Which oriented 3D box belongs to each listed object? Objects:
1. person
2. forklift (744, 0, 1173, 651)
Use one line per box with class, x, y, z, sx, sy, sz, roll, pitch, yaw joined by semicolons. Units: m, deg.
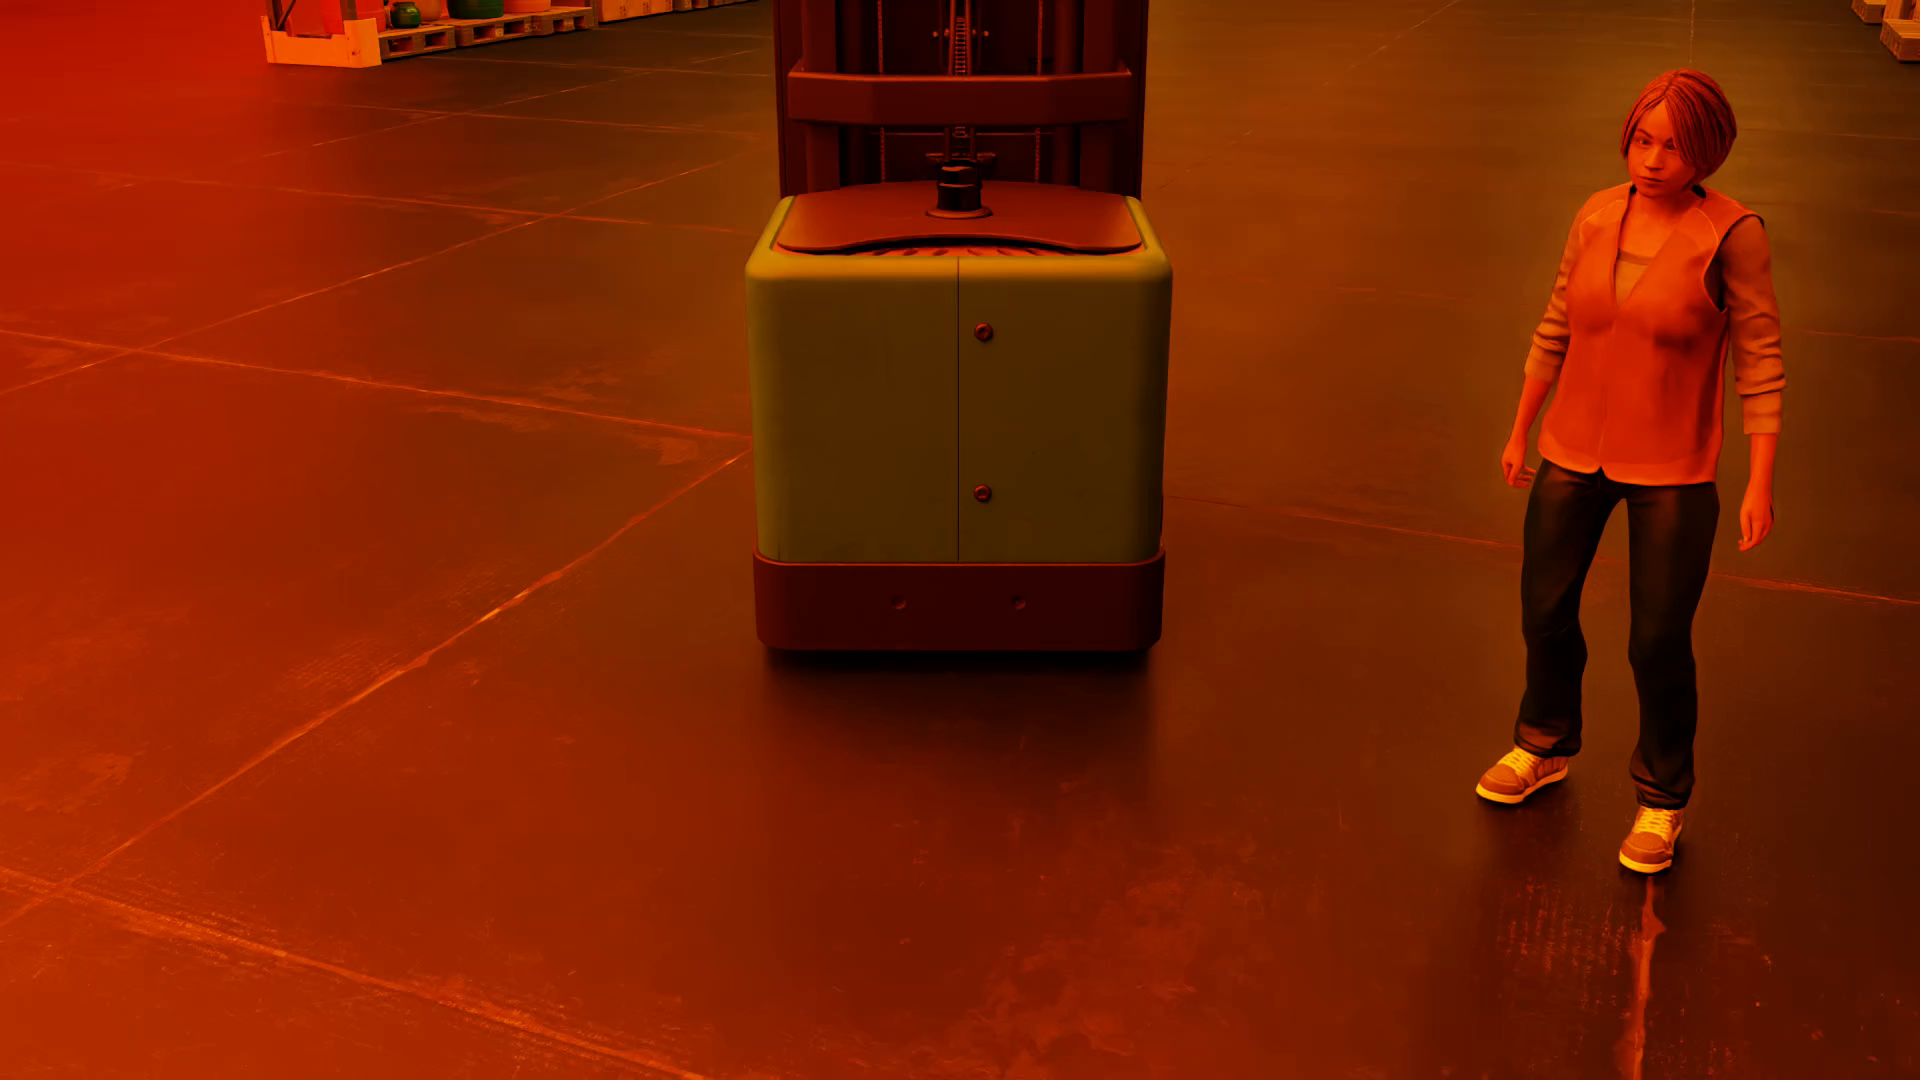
person;1.349;-0.134;3.359;0.579;1.586;0.343;20;30;39
forklift;0.002;-1.587;5.089;1.130;2.935;3.031;0;23;0
